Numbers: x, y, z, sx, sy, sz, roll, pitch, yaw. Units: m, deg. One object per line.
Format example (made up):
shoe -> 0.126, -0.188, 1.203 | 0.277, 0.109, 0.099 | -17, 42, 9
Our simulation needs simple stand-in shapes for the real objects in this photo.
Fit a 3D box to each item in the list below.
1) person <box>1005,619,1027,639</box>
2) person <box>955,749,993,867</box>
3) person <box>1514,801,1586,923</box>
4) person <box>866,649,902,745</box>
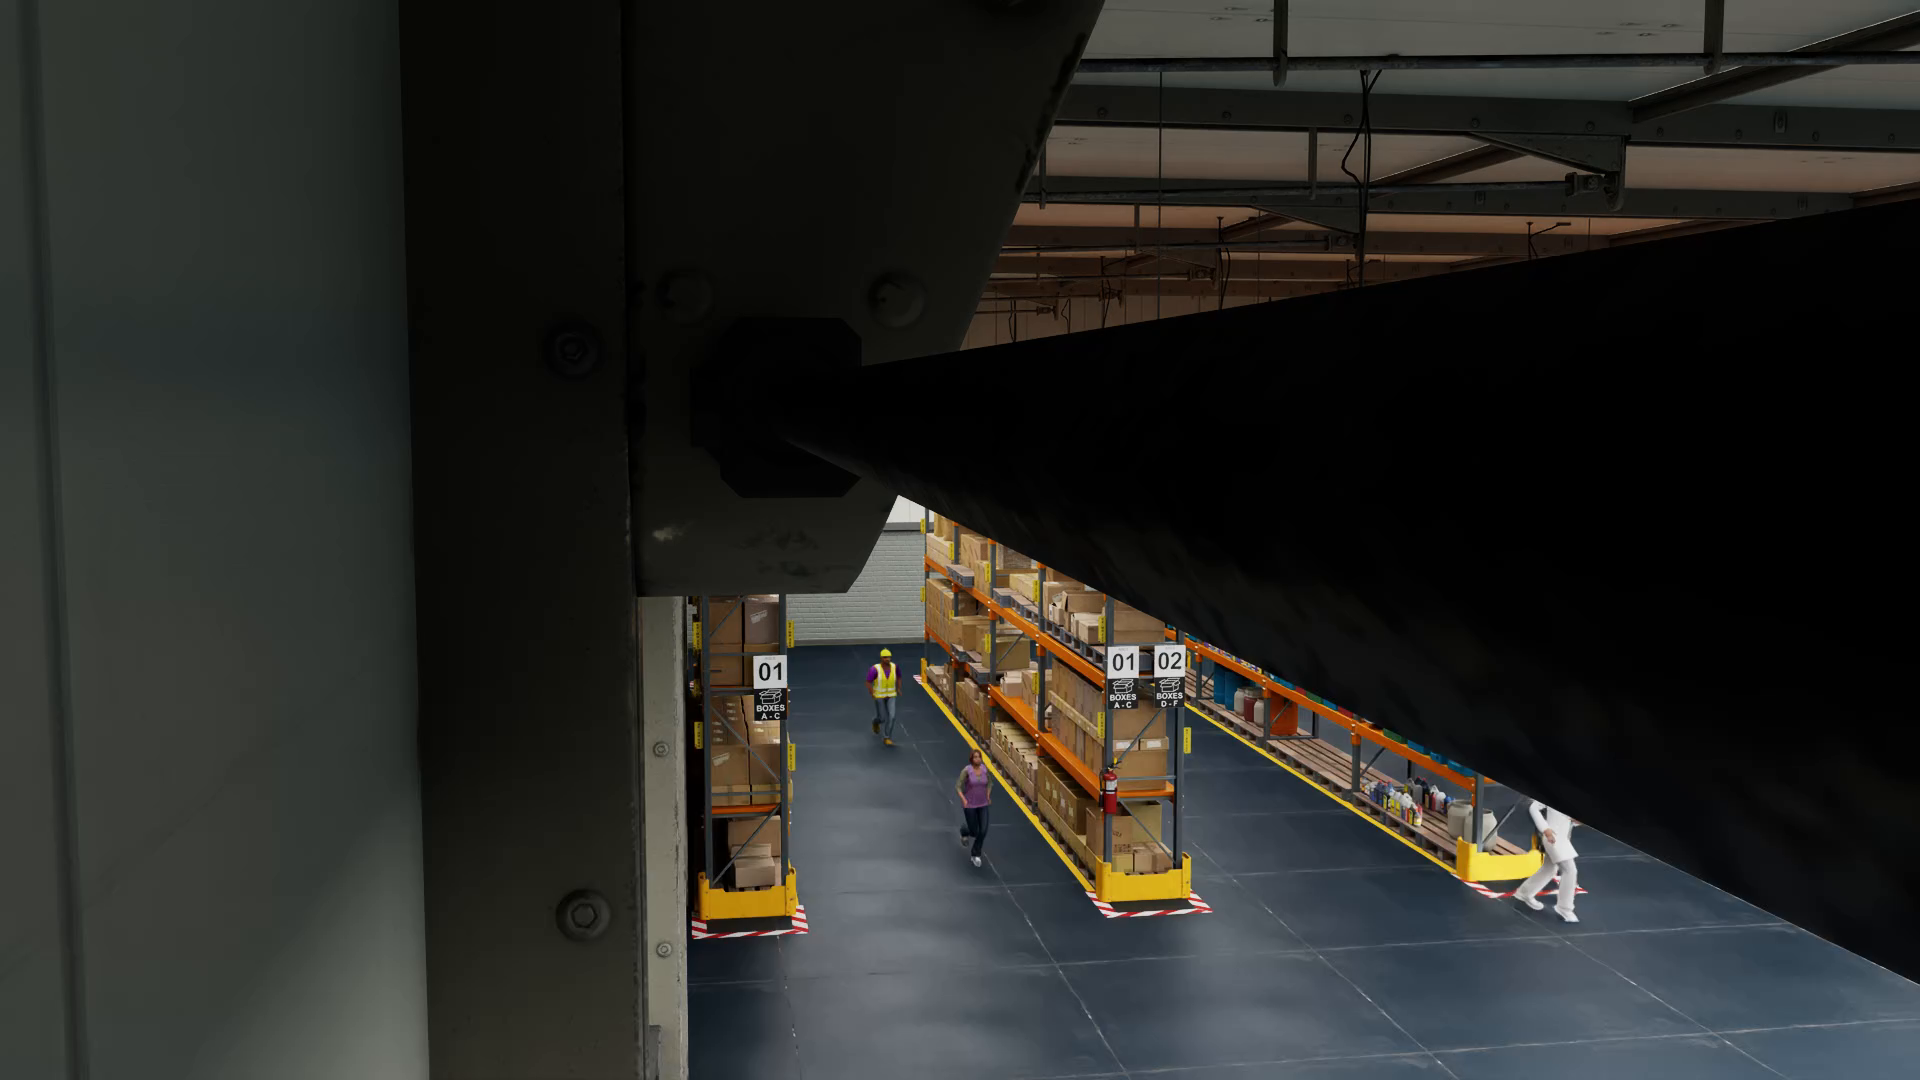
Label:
person -> 1.245, 1.992, 37.005 | 0.589, 1.810, 0.702 | 5, 7, 43
person -> 0.192, 3.590, 22.510 | 0.543, 1.570, 0.571 | -2, 5, -20
person -> 7.206, 3.702, 20.250 | 0.839, 1.850, 0.711 | 3, 6, 34
person -> -1.373, 2.822, 30.174 | 0.690, 1.722, 0.748 | -2, 5, -18
